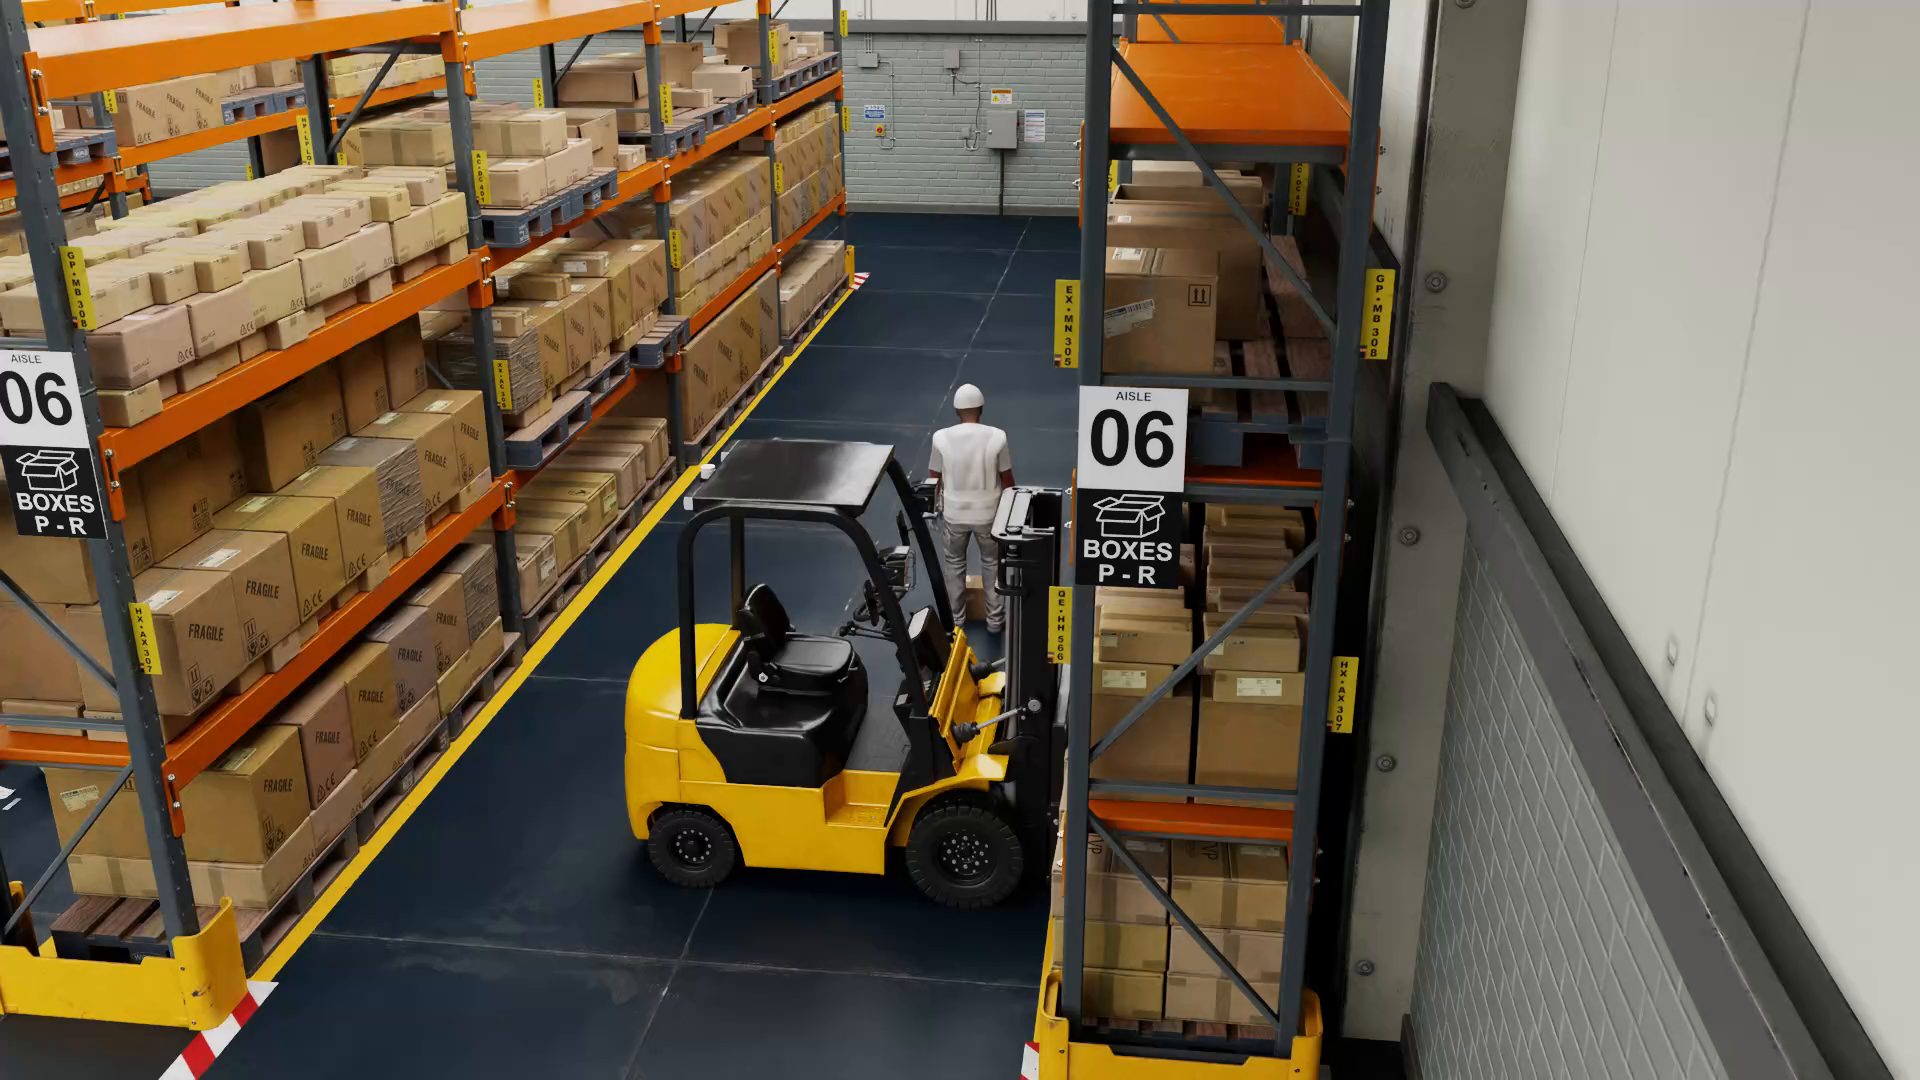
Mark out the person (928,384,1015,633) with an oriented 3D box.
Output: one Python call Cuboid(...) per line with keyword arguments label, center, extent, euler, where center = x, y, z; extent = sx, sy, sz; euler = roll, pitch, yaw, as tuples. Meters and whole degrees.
Cuboid(label="person", center=(0.083, -0.208, 11.612), extent=(0.617, 1.772, 0.452), euler=(1, 21, 4))
